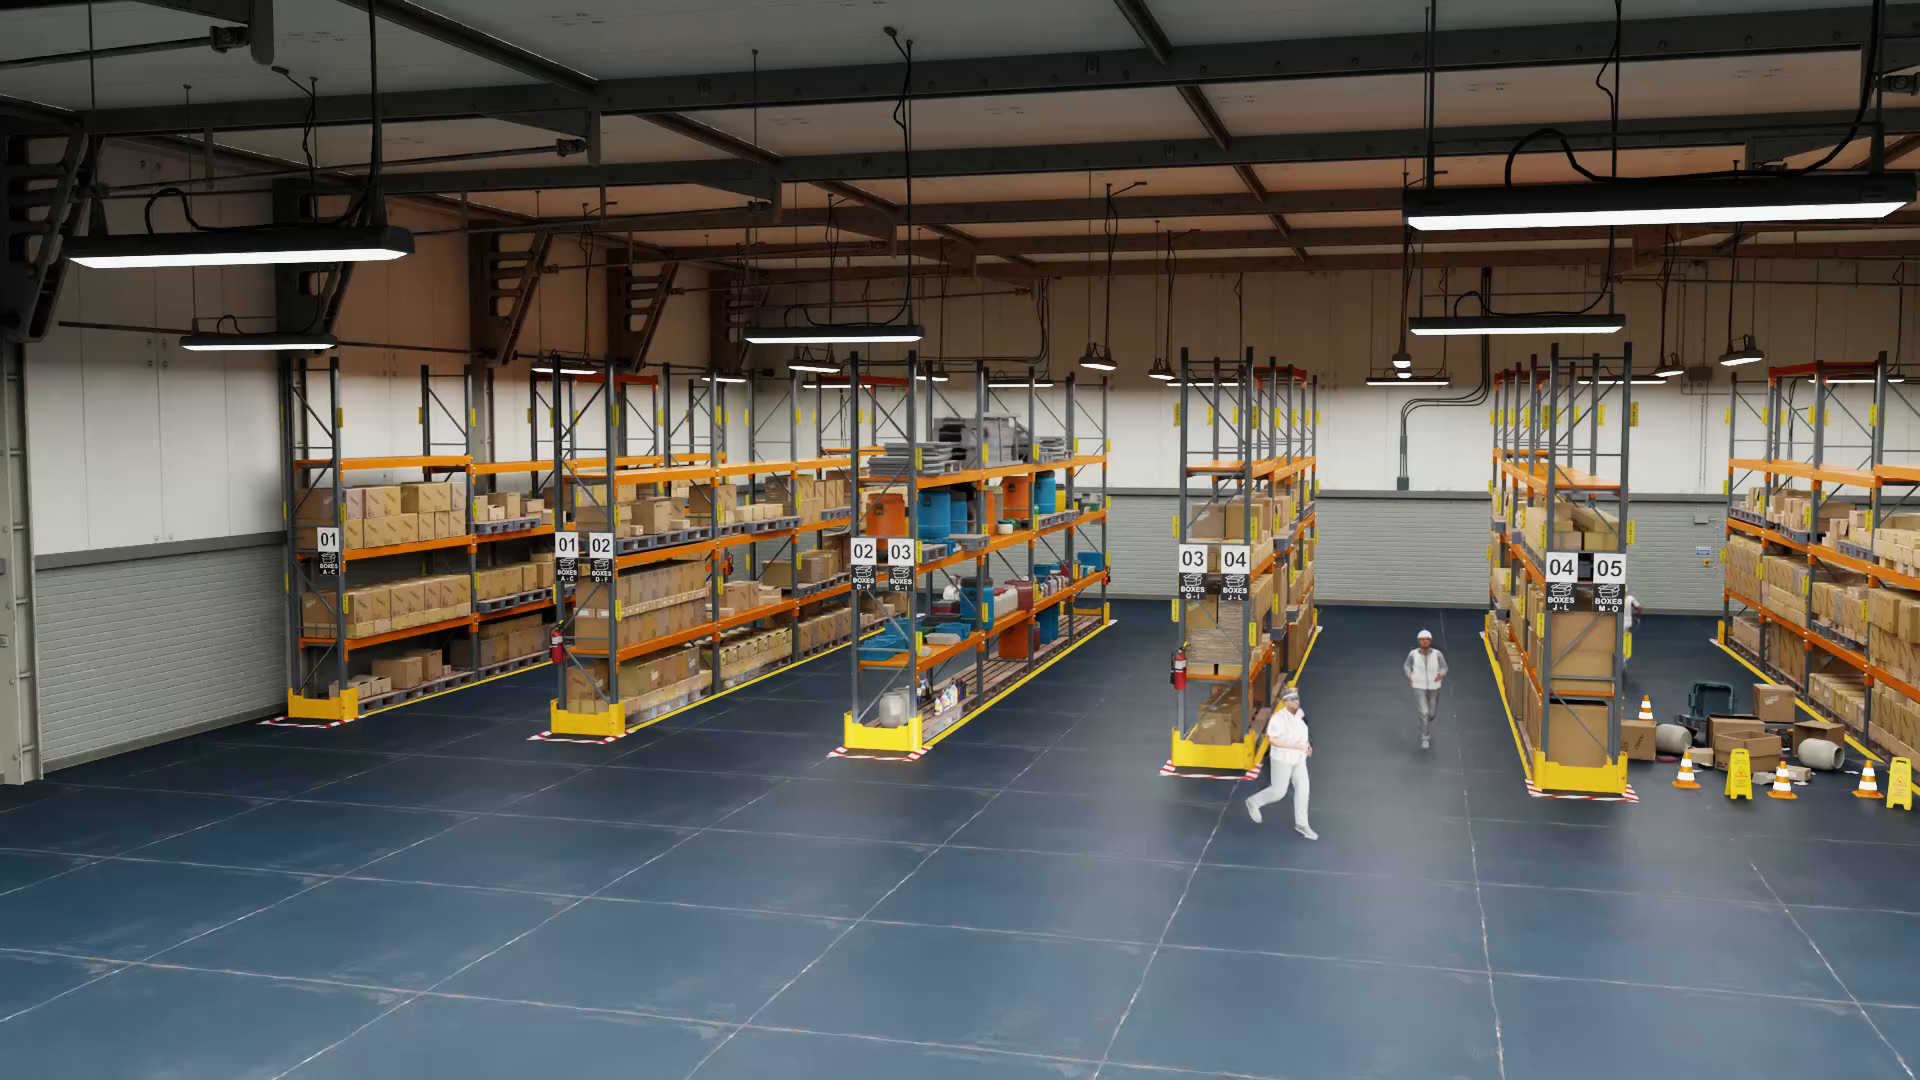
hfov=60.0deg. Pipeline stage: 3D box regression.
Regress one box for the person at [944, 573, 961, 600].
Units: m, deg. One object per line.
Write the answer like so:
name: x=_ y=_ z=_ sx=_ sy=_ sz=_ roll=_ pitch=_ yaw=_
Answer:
person: x=-0.133 y=1.548 z=35.353 sx=0.609 sy=1.717 sz=0.902 roll=2 pitch=5 yaw=21

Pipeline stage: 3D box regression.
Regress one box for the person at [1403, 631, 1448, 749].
person: x=7.138 y=2.264 z=25.481 sx=0.656 sy=1.772 sz=0.800 roll=1 pitch=4 yaw=8

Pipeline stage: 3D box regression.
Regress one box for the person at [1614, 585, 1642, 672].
person: x=12.905 y=1.720 z=32.477 sx=0.666 sy=1.839 sz=0.780 roll=1 pitch=4 yaw=7

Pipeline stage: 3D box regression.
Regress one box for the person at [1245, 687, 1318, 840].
person: x=3.933 y=2.648 z=20.075 sx=0.672 sy=1.799 sz=0.966 roll=-3 pitch=5 yaw=-35
